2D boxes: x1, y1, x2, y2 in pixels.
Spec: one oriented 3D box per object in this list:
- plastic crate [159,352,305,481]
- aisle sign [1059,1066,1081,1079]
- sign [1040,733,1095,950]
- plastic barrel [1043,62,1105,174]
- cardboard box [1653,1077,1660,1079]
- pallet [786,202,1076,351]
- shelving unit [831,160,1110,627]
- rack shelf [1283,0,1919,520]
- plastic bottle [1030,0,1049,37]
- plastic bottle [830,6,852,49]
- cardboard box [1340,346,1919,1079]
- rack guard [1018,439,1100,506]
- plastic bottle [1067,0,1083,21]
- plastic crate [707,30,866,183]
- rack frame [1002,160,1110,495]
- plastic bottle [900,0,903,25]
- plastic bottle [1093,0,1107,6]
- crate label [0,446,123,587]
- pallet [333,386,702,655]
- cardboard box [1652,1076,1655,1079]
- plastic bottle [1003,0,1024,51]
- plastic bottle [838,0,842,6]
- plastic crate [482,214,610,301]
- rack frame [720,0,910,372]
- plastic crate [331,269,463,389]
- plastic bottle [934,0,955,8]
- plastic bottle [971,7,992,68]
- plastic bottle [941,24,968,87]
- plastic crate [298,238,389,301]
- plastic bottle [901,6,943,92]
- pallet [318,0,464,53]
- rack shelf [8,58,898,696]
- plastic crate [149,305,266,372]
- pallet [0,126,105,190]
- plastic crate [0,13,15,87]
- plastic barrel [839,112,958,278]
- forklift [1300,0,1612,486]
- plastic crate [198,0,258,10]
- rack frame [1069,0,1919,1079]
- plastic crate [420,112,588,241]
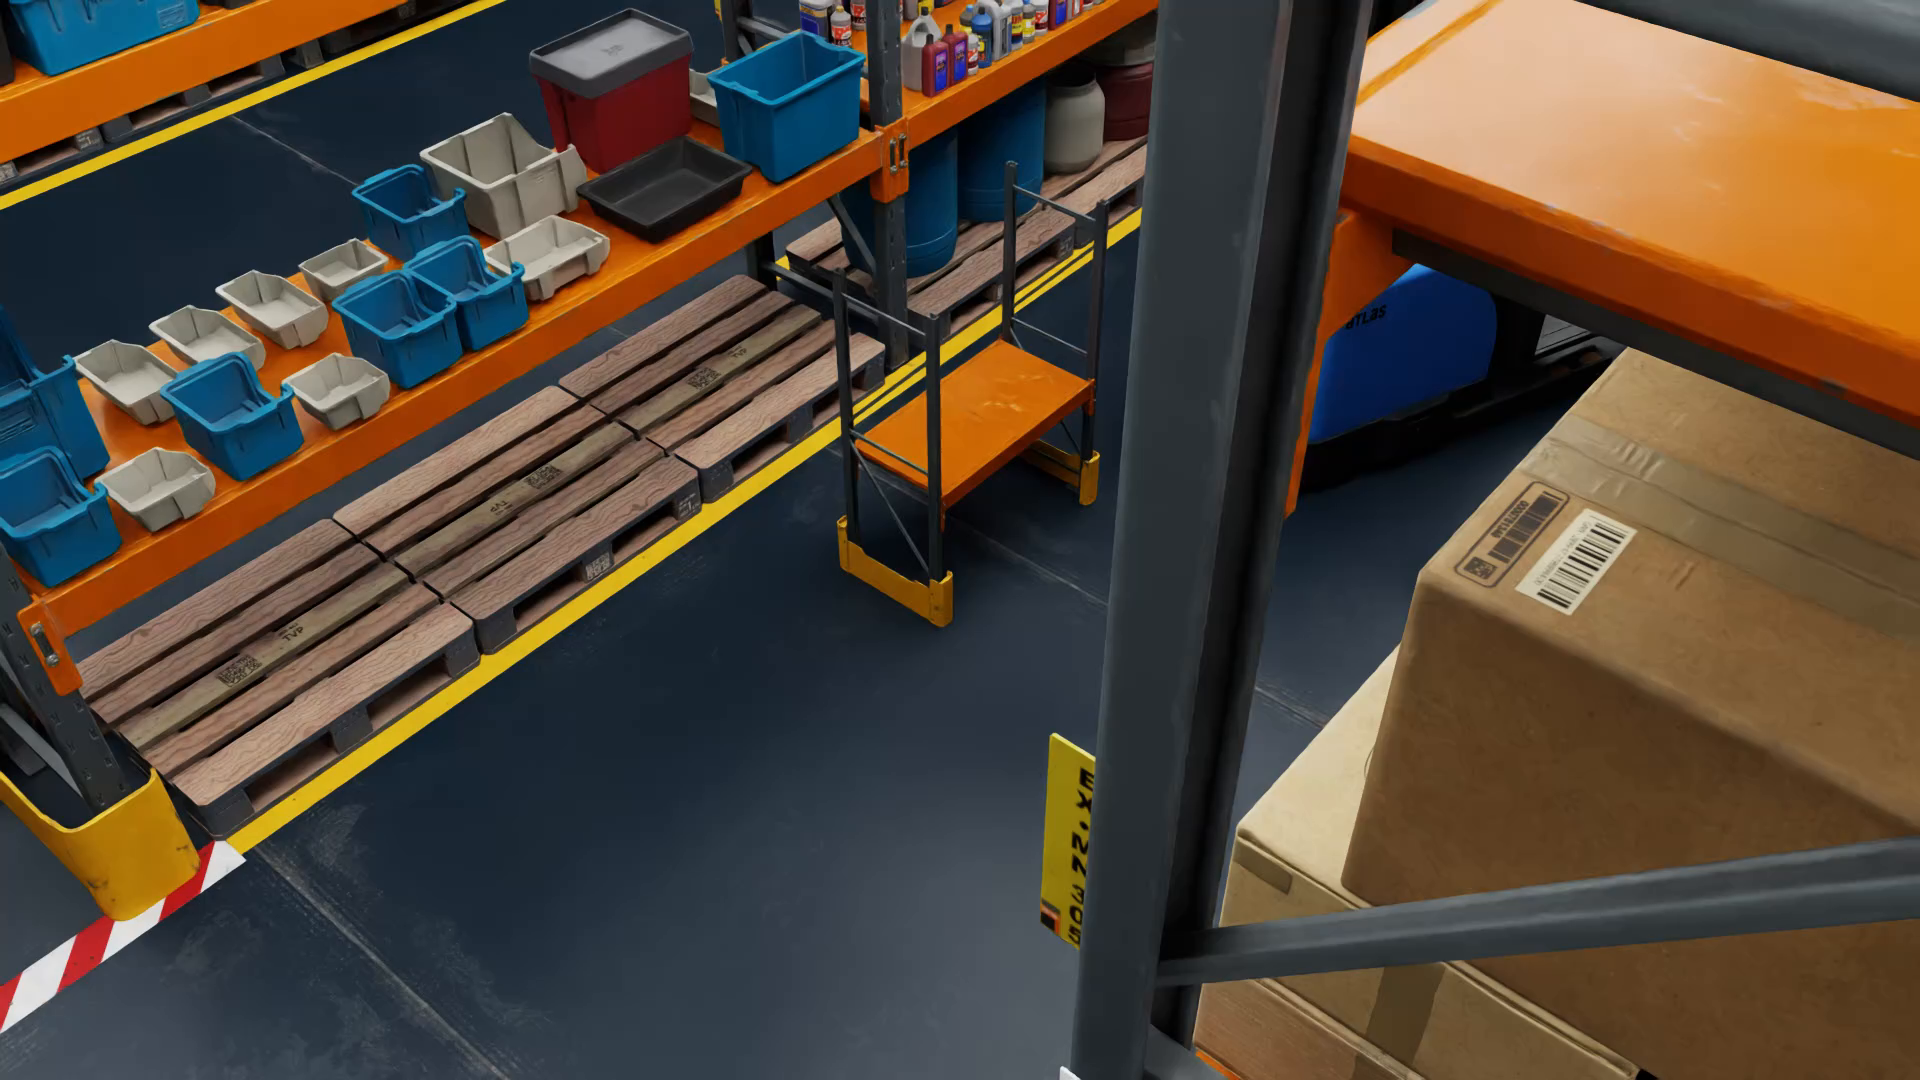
[{"bbox_3d":[-2.412,-0.406,5.547,0.416,0.233,0.300,29,50,28],"label":"plastic crate"},{"bbox_3d":[0.264,0.965,2.027,0.394,0.787,0.004,29,50,28],"label":"aisle sign"},{"bbox_3d":[0.130,0.336,1.763,0.100,0.325,0.005,29,50,28],"label":"sign"},{"bbox_3d":[0.578,-2.306,9.094,0.421,0.512,0.421,0,42,0],"label":"plastic barrel"},{"bbox_3d":[1.072,0.633,1.834,0.500,0.250,0.500,29,50,28],"label":"cardboard box"},{"bbox_3d":[-0.144,-1.529,8.775,1.003,0.211,1.213,29,50,28],"label":"pallet"},{"bbox_3d":[0.049,-0.594,6.789,0.587,1.500,1.083,29,50,28],"label":"shelving unit"},{"bbox_3d":[1.829,-0.958,2.152,1.077,0.370,4.000,29,50,28],"label":"rack shelf"},{"bbox_3d":[0.373,-2.518,7.938,0.097,0.201,0.097,0,42,0],"label":"plastic bottle"},{"bbox_3d":[-0.559,-2.407,7.815,0.097,0.201,0.097,0,42,0],"label":"plastic bottle"},{"bbox_3d":[0.860,0.236,1.714,0.700,0.500,0.500,29,50,28],"label":"cardboard box"},{"bbox_3d":[0.370,-0.388,7.491,0.587,0.250,0.087,29,50,28],"label":"rack guard"},{"bbox_3d":[0.513,-2.686,8.067,0.152,0.276,0.135,29,50,28],"label":"plastic bottle"},{"bbox_3d":[-0.712,-1.810,6.978,0.392,0.384,0.575,29,50,28],"label":"plastic crate"},{"bbox_3d":[0.382,-0.861,7.082,0.500,1.500,0.032,29,50,28],"label":"rack frame"},{"bbox_3d":[-0.324,-2.595,8.022,0.097,0.201,0.097,0,42,0],"label":"plastic bottle"},{"bbox_3d":[0.662,-2.806,8.198,0.152,0.276,0.135,29,50,28],"label":"plastic bottle"},{"bbox_3d":[-2.836,-0.067,5.174,0.416,0.233,0.303,29,50,28],"label":"crate label"},{"bbox_3d":[-1.901,-0.124,7.229,1.003,0.211,1.213,29,50,28],"label":"pallet"},{"bbox_3d":[1.067,0.815,2.005,0.500,0.250,0.500,29,50,28],"label":"cardboard box"},{"bbox_3d":[0.248,-2.444,7.804,0.097,0.271,0.097,0,42,0],"label":"plastic bottle"},{"bbox_3d":[-0.612,-2.523,7.943,0.097,0.201,0.097,0,42,0],"label":"plastic bottle"},{"bbox_3d":[-1.563,-1.080,6.359,0.293,0.136,0.466,29,50,28],"label":"plastic crate"},{"bbox_3d":[-0.672,-2.182,7.420,1.000,3.000,0.127,29,50,28],"label":"rack frame"},{"bbox_3d":[-1.988,-0.745,5.920,0.416,0.233,0.300,29,50,28],"label":"plastic crate"},{"bbox_3d":[-0.102,-2.811,8.149,0.144,0.351,0.185,29,50,28],"label":"plastic bottle"},{"bbox_3d":[0.099,-2.325,7.672,0.097,0.271,0.097,0,42,0],"label":"plastic bottle"},{"bbox_3d":[-0.024,-2.212,7.539,0.061,0.283,0.133,29,50,28],"label":"plastic bottle"},{"bbox_3d":[-2.326,-1.003,6.274,0.298,0.136,0.250,29,50,28],"label":"plastic crate"},{"bbox_3d":[-0.172,-2.225,7.504,0.144,0.351,0.185,29,50,28],"label":"plastic bottle"},{"bbox_3d":[-4.024,-3.725,11.189,1.003,0.211,1.213,29,50,28],"label":"pallet"},{"bbox_3d":[-1.960,-0.886,6.529,1.077,0.370,4.000,29,50,28],"label":"rack shelf"},{"bbox_3d":[-2.663,-0.688,5.929,0.396,0.136,0.243,29,50,28],"label":"plastic crate"},{"bbox_3d":[-5.798,-2.306,9.629,1.003,0.211,1.213,29,50,28],"label":"pallet"},{"bbox_3d":[-2.786,-1.261,4.275,0.497,0.269,0.590,29,50,28],"label":"plastic crate"},{"bbox_3d":[-0.309,-1.834,8.285,0.600,0.901,0.708,29,50,28],"label":"plastic barrel"},{"bbox_3d":[2.554,-2.054,7.330,3.031,2.935,1.130,-21,46,-21],"label":"forklift"},{"bbox_3d":[-2.053,-1.877,4.901,0.504,0.338,0.767,29,50,28],"label":"plastic crate"},{"bbox_3d":[0.542,-0.195,0.776,1.000,3.000,0.127,29,50,28],"label":"rack frame"},{"bbox_3d":[-1.796,-1.454,6.663,0.437,0.282,0.530,29,50,28],"label":"plastic crate"}]
